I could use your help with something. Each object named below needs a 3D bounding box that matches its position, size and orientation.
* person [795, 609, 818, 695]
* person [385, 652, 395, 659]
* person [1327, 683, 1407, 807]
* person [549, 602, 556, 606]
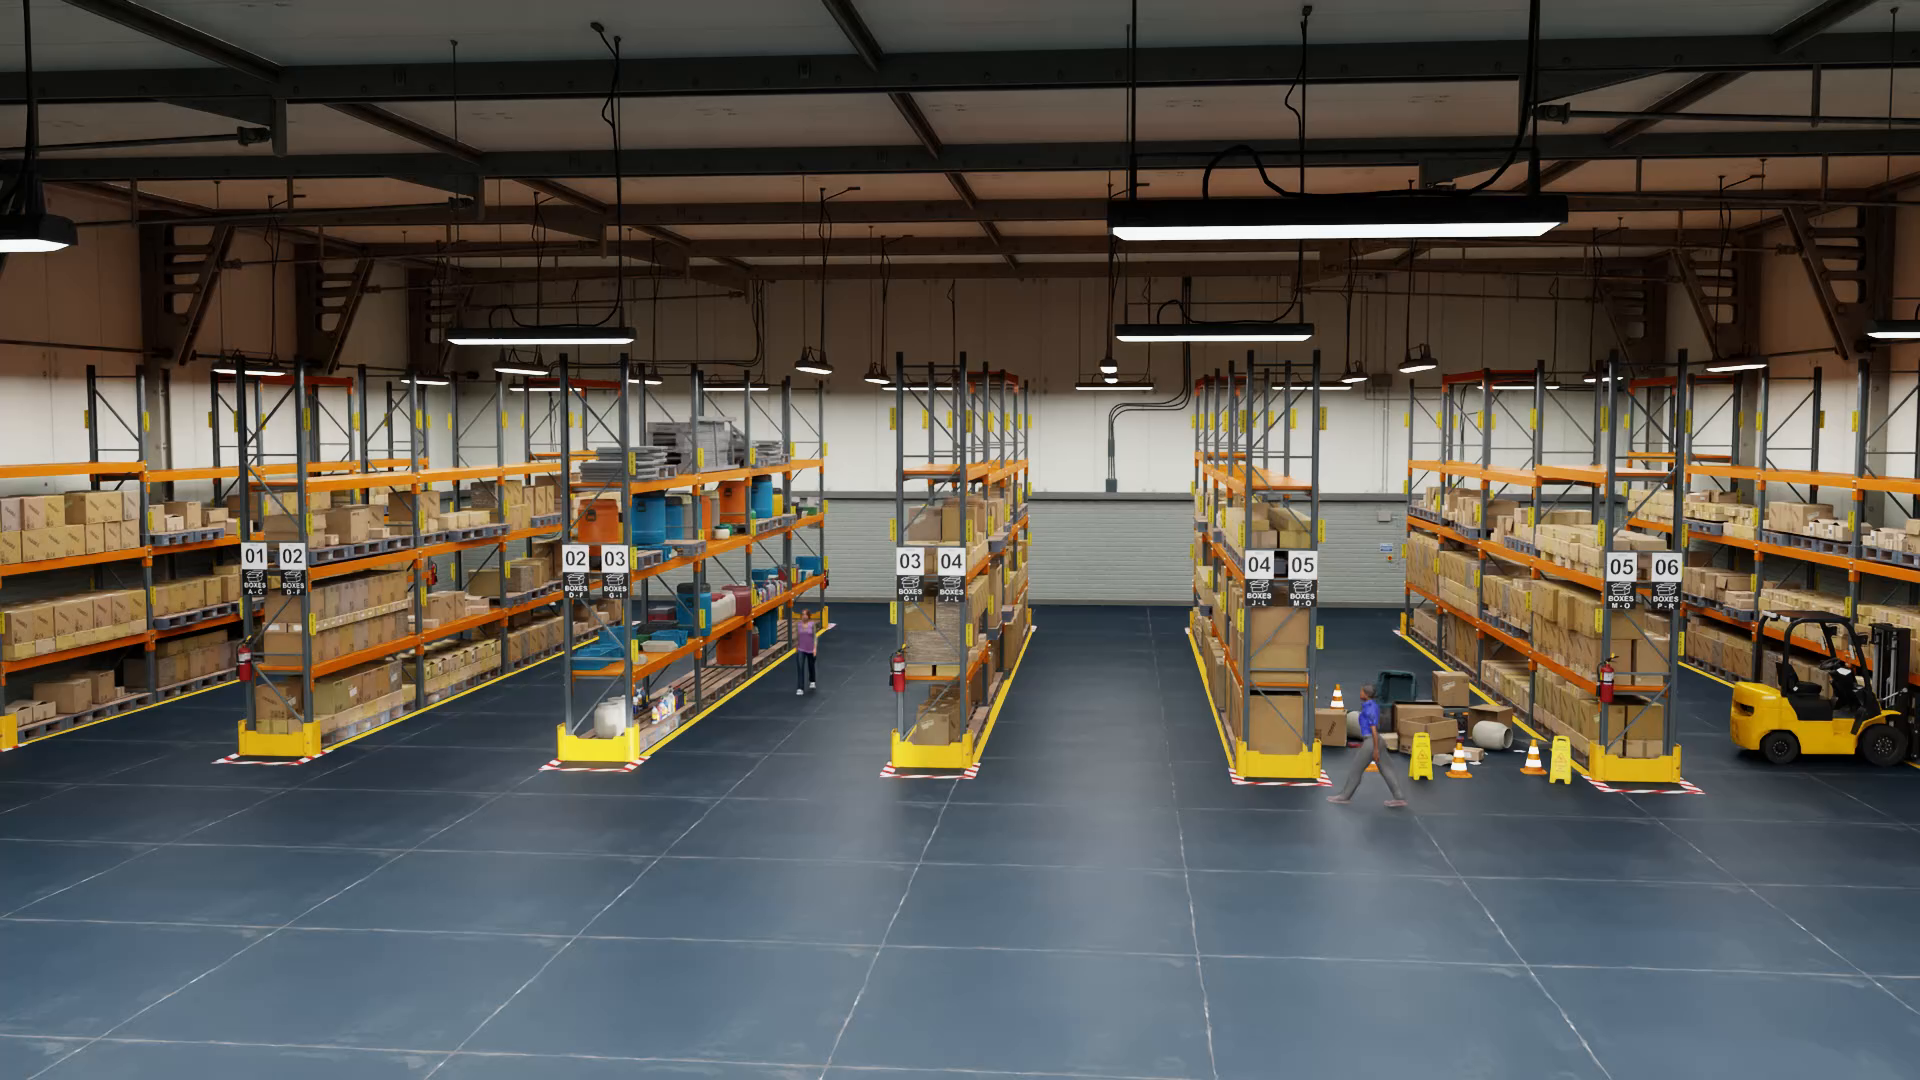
[{"bbox_3d":[-2.834,2.039,30.586,0.440,1.530,0.972,0,4,3],"label":"person"},{"bbox_3d":[-11.741,1.757,33.859,0.619,1.676,0.726,1,4,14],"label":"person"},{"bbox_3d":[5.303,2.646,21.604,1.001,1.582,0.481,2,5,27],"label":"person"},{"bbox_3d":[-11.169,0.896,45.220,0.587,1.753,0.872,-4,6,-44],"label":"person"}]
